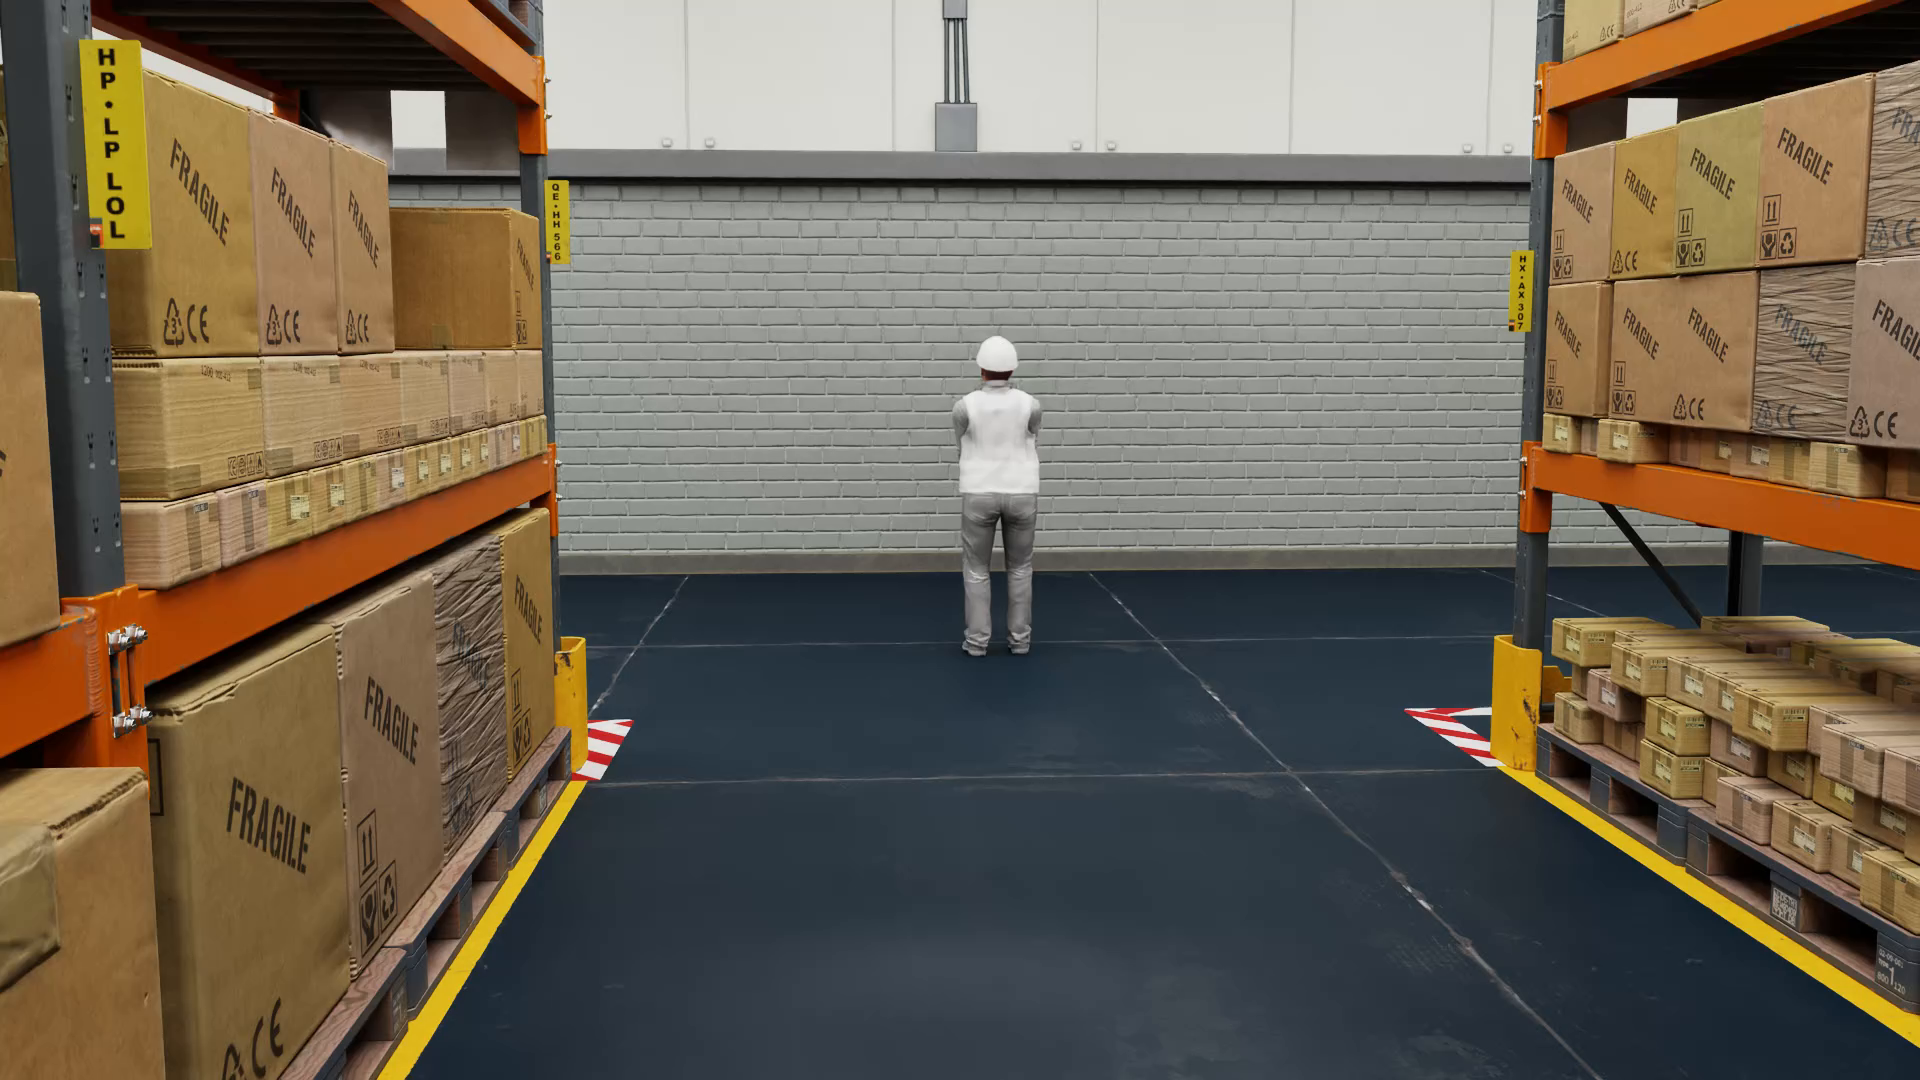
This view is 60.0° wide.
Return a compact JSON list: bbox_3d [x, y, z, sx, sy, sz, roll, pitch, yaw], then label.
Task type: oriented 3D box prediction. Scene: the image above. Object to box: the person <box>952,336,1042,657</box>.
[{"bbox_3d":[0.196,-0.249,9.264,0.494,1.762,0.556,0,7,-3],"label":"person"}]
